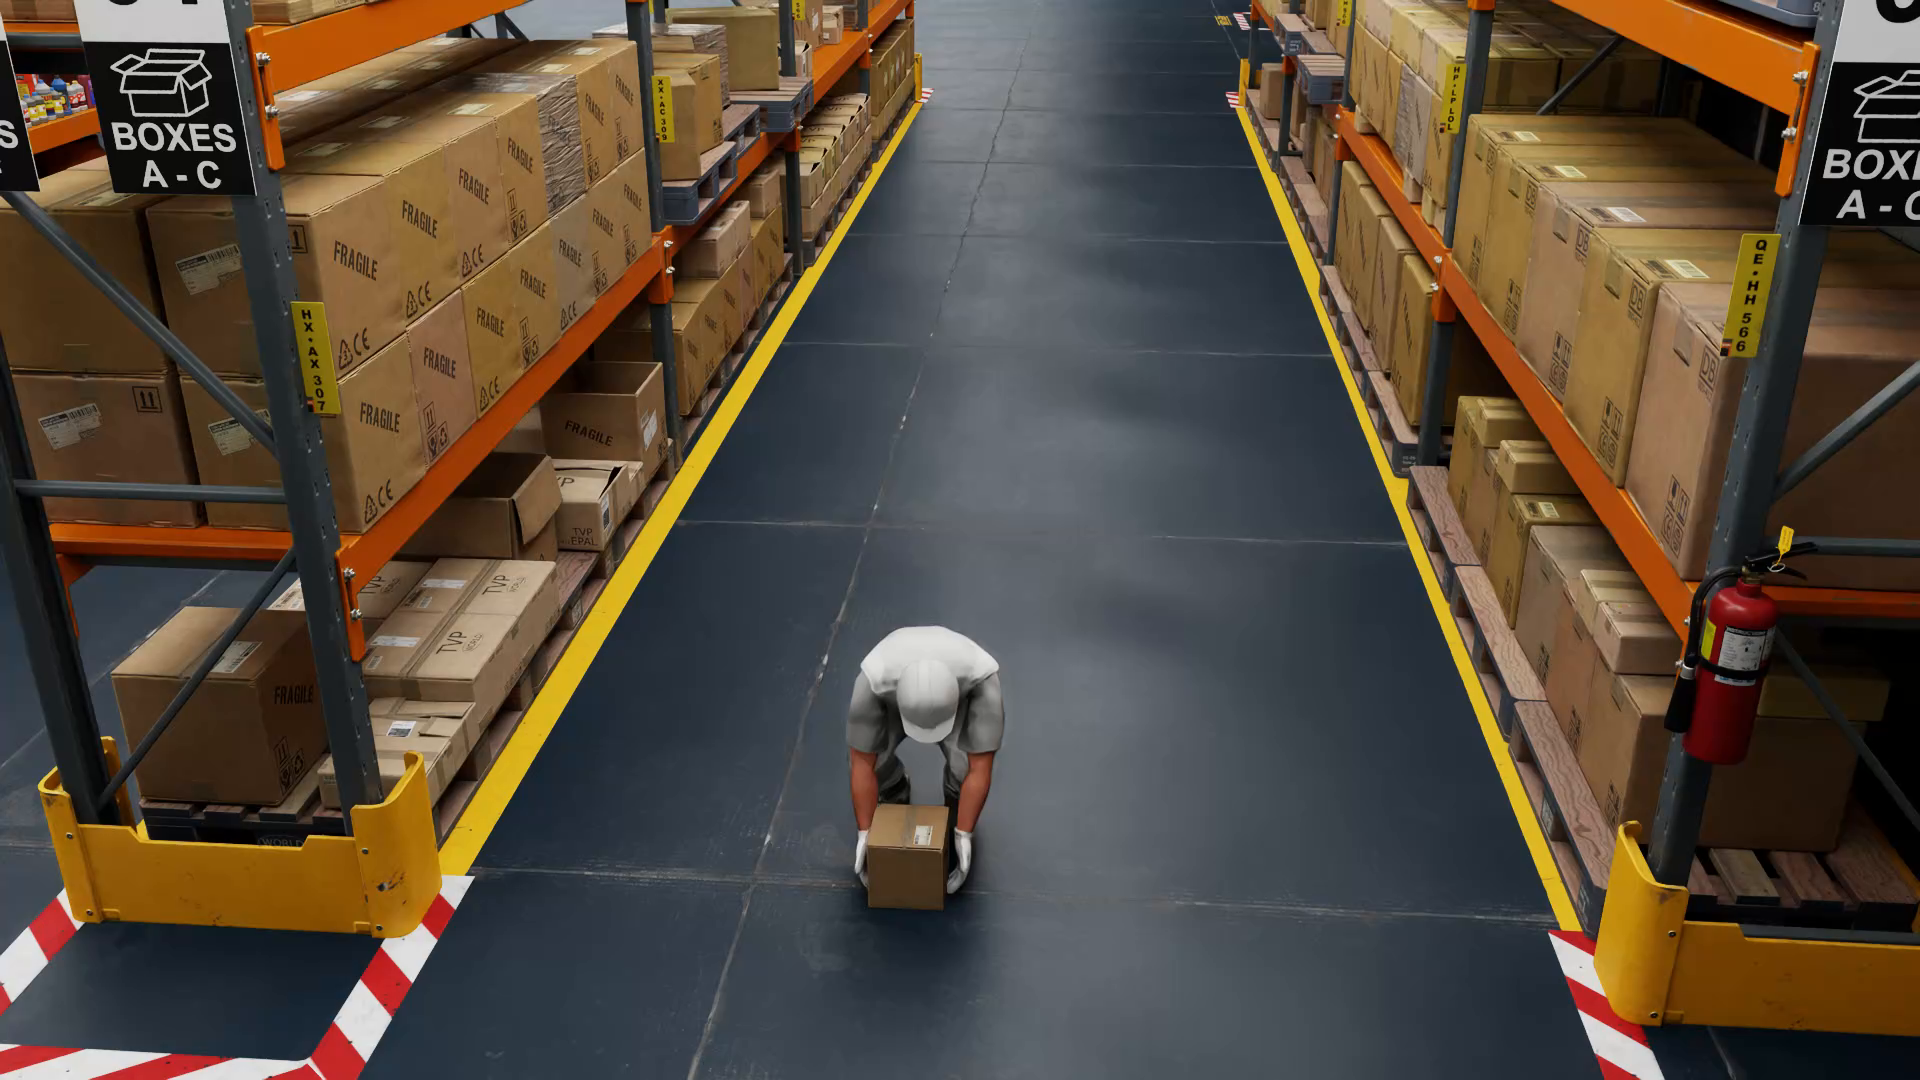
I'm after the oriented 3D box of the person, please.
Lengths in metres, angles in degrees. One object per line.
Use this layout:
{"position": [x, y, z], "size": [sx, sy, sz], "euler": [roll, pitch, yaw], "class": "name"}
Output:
{"position": [-0.119, 0.644, 5.758], "size": [0.559, 0.882, 0.888], "euler": [2, 24, 4], "class": "person"}
